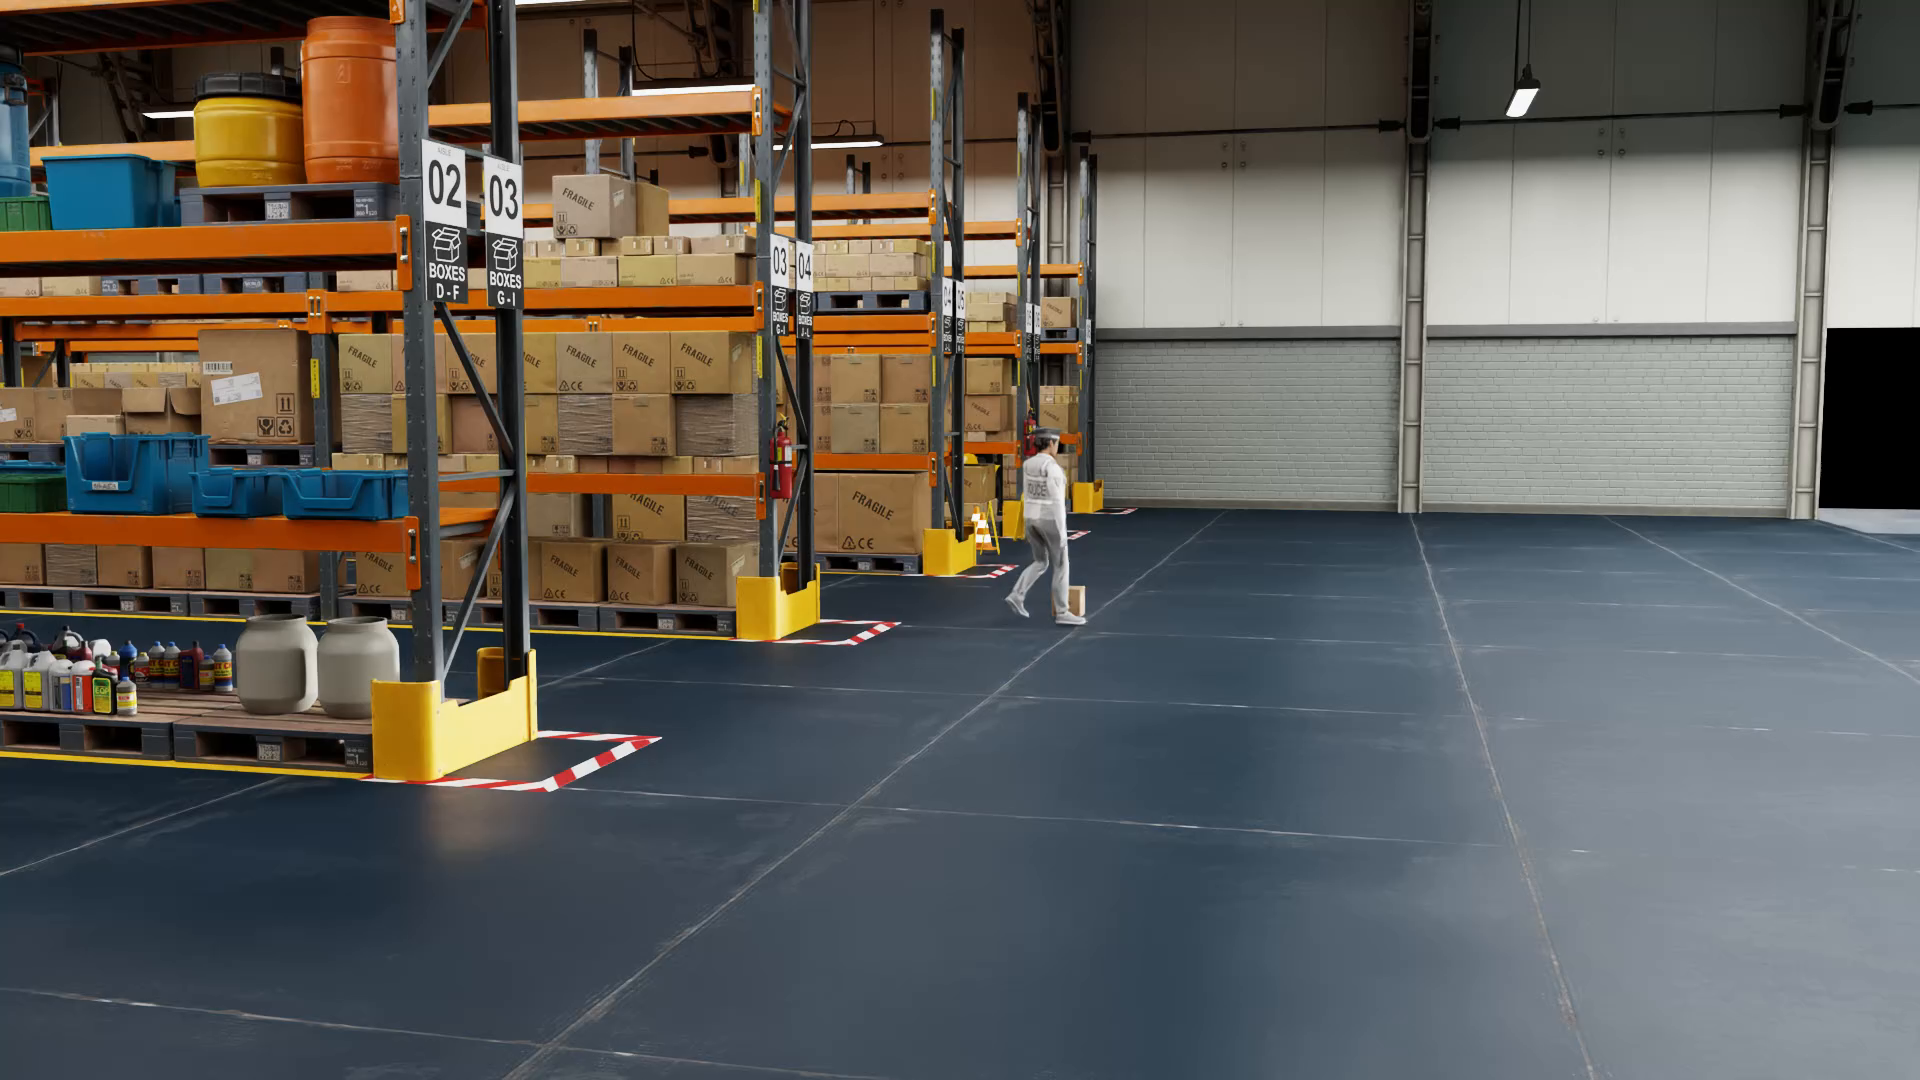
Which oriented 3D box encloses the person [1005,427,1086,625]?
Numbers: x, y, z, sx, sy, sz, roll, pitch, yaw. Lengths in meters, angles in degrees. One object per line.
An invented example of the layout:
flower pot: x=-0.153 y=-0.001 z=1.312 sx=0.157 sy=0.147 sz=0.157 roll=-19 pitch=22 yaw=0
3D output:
person: x=0.716 y=-0.117 z=14.003 sx=0.587 sy=1.658 sz=0.546 roll=-4 pitch=6 yaw=-37
